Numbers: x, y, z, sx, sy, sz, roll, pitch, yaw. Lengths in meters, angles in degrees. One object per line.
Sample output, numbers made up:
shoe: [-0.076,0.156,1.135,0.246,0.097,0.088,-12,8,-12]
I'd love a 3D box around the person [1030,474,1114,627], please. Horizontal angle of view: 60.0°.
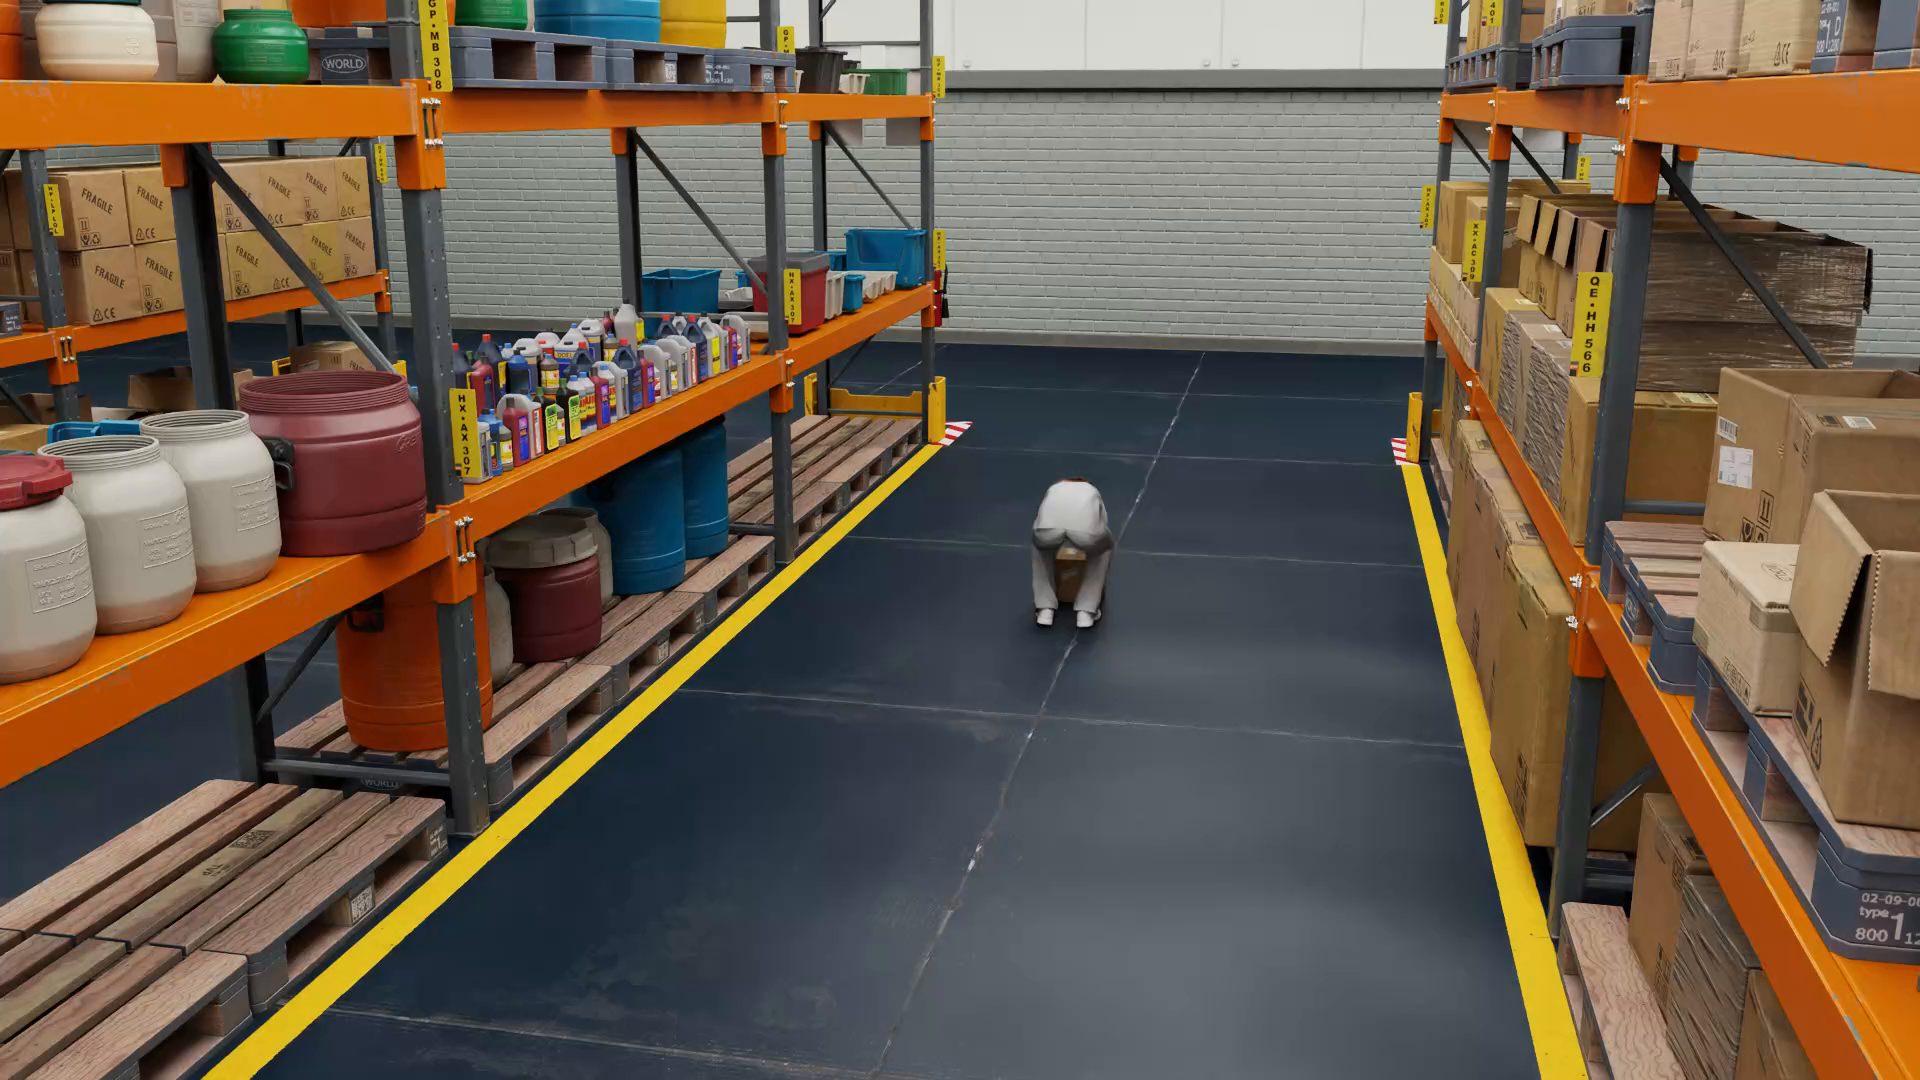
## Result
person: [0.612,0.046,9.183,0.470,0.785,0.866,2,15,9]
